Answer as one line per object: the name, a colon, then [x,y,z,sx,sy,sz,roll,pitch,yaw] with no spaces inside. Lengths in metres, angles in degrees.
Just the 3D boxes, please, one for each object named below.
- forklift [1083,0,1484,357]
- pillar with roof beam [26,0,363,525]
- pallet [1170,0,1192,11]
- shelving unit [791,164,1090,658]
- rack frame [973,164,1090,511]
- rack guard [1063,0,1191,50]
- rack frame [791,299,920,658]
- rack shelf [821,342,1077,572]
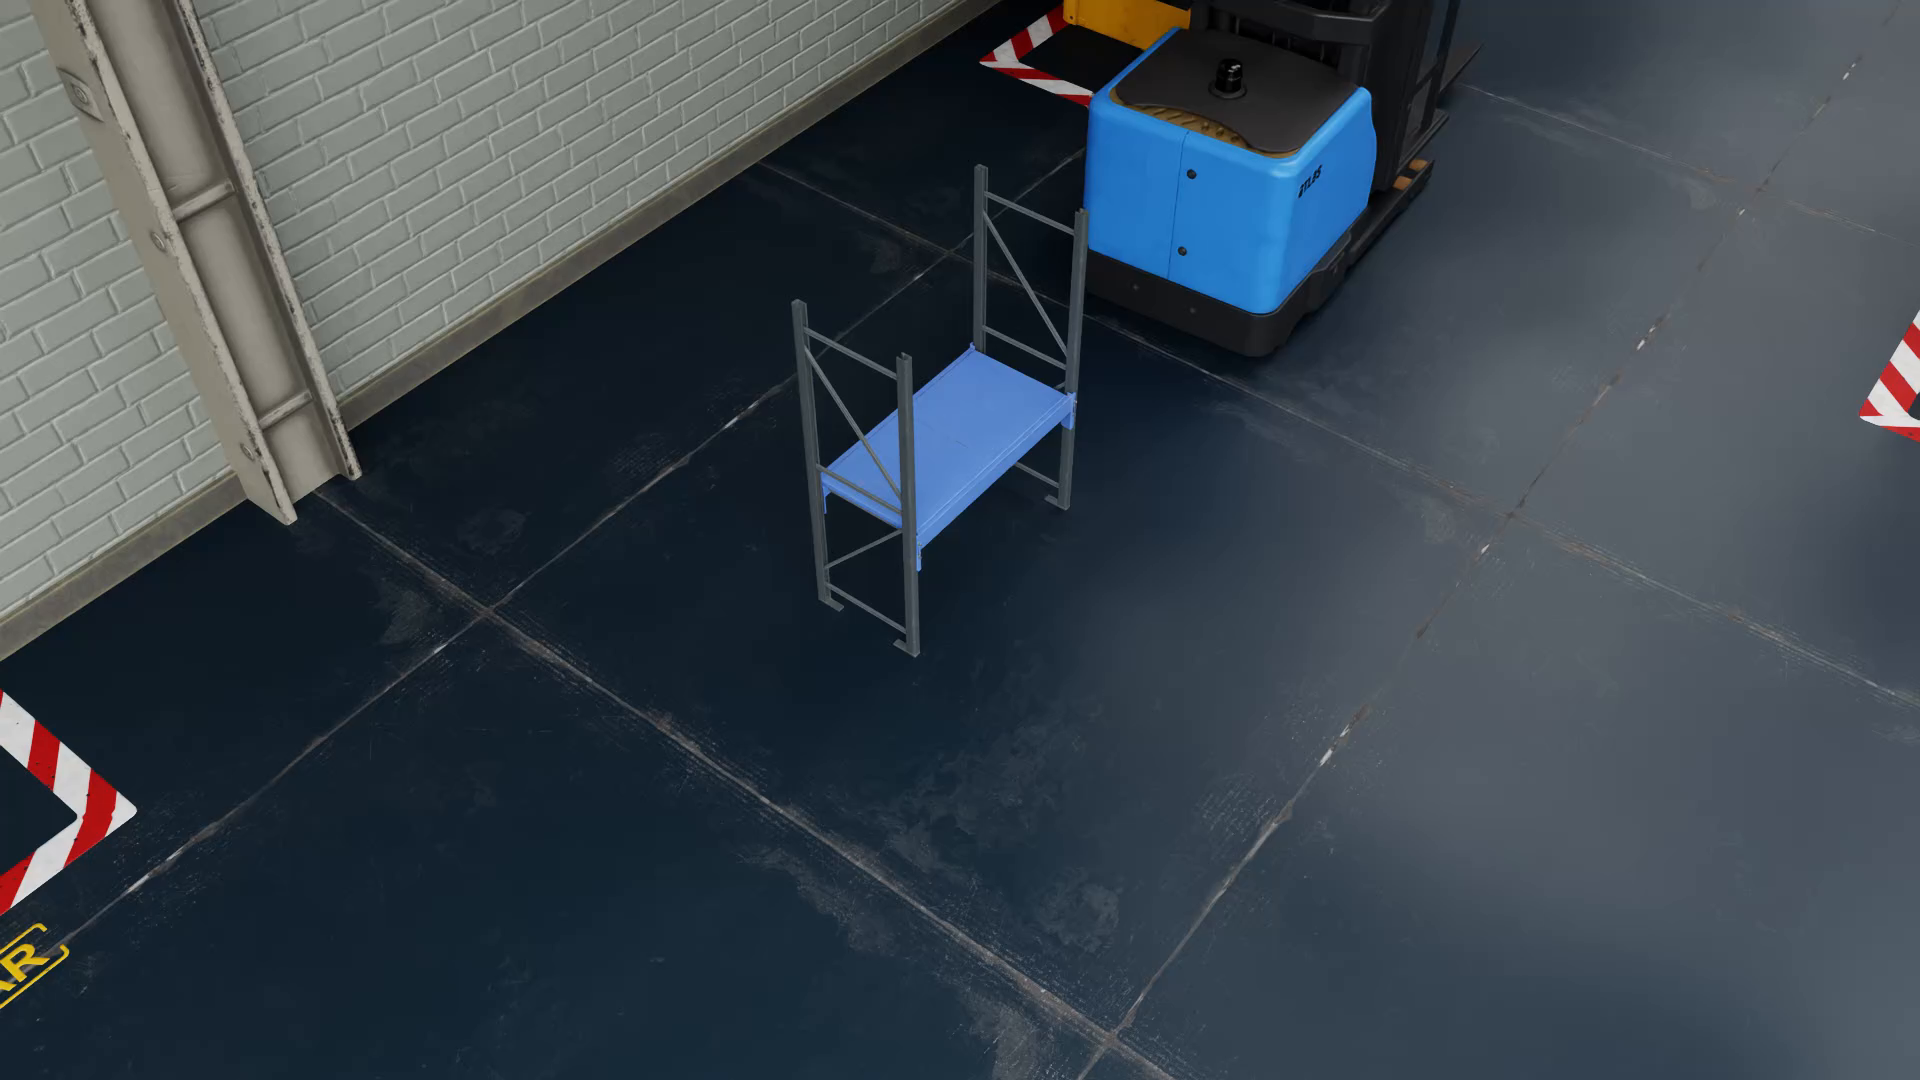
forklift: [1.797,-2.888,7.647,1.130,2.935,3.031,26,52,23]
pillar with roof beam: [0.585,-1.446,2.073,9.100,9.000,0.400,29,53,25]
pallet: [1.675,-3.457,10.071,1.003,0.211,1.213,29,53,25]
shelving unit: [-0.052,-0.469,6.326,0.538,1.500,1.048,29,53,25]
rack frame: [0.259,-0.760,6.604,0.500,1.500,0.032,29,53,25]
rack guard: [1.150,-3.107,9.537,1.175,0.500,0.348,29,53,25]
rack frame: [-0.363,-0.178,6.048,0.500,1.500,0.032,29,53,25]
rack shelf: [-0.052,-0.345,6.456,0.538,0.185,1.000,29,53,25]
